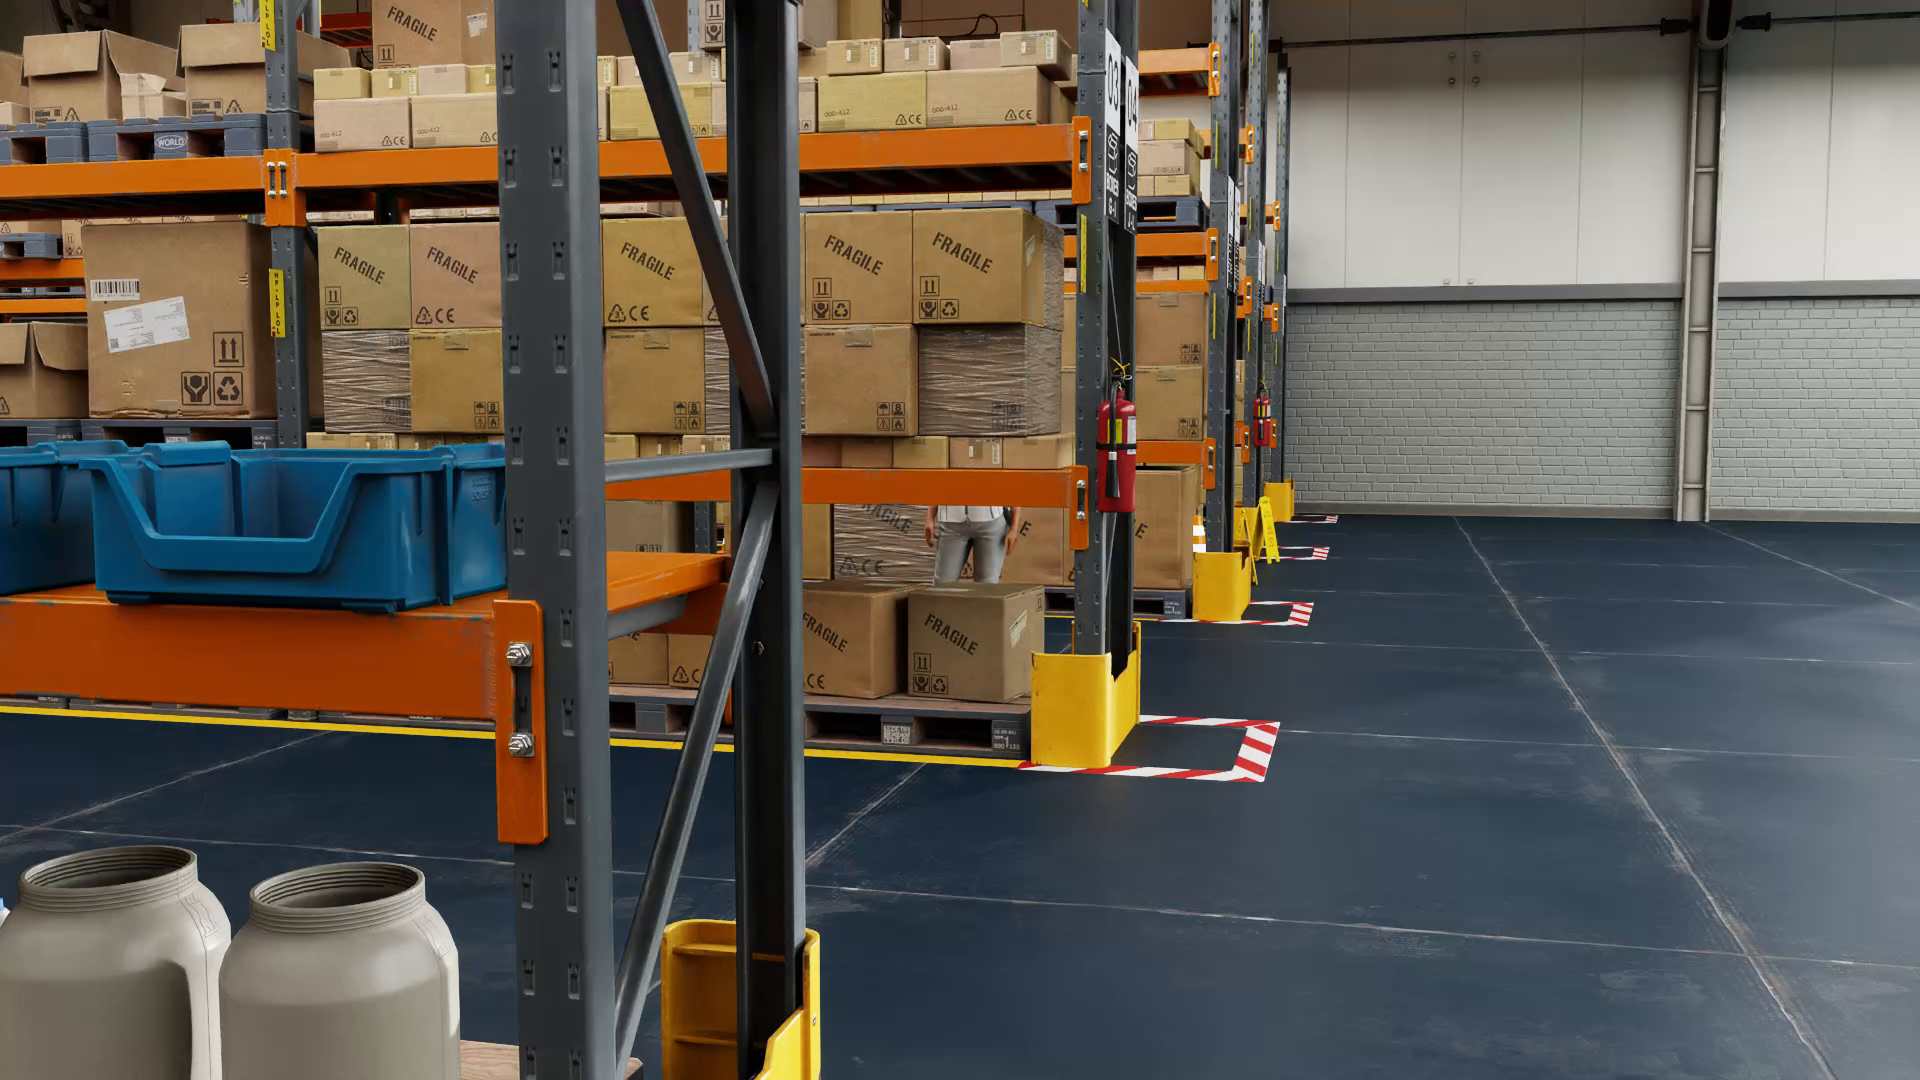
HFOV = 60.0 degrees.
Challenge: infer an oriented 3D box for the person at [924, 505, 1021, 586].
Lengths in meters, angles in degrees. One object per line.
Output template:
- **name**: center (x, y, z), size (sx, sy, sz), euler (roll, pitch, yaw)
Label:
- **person**: center (0.044, -0.051, 9.739), size (0.598, 1.670, 0.527), euler (1, 5, 14)
